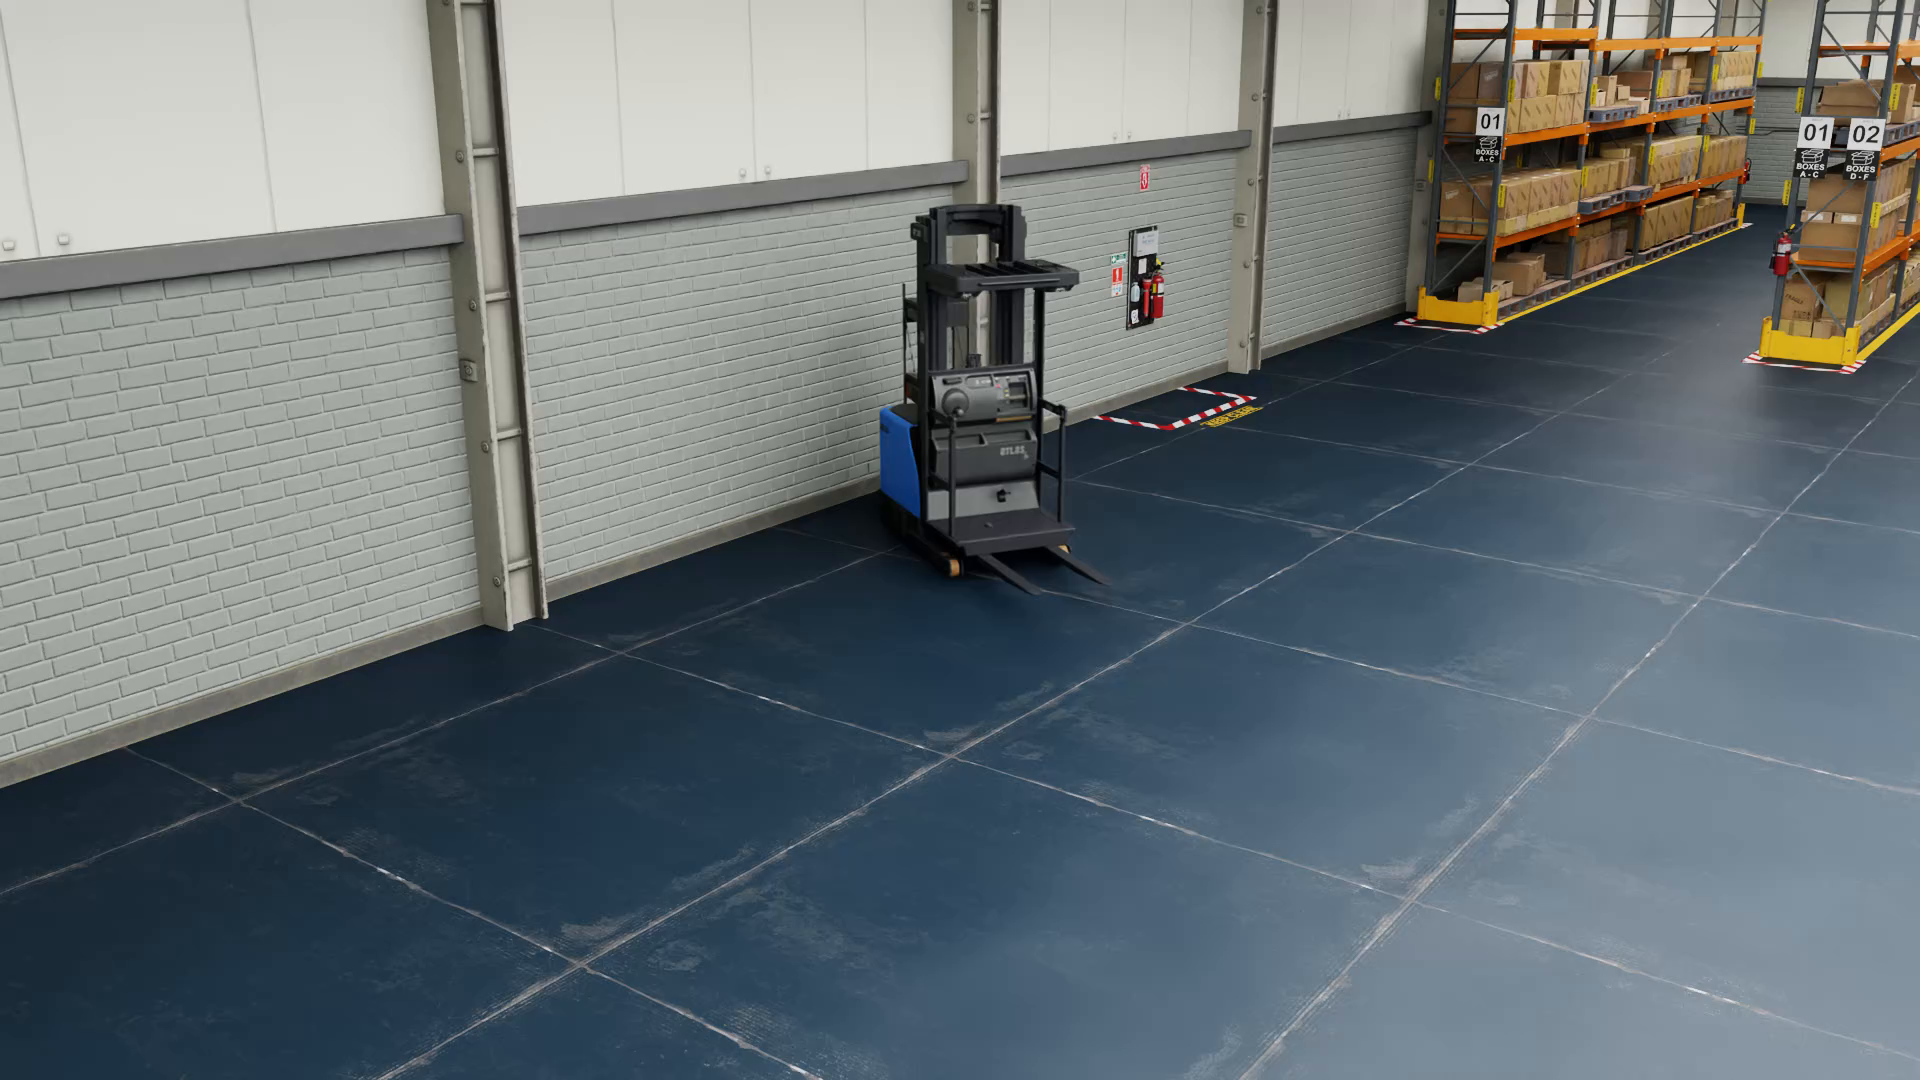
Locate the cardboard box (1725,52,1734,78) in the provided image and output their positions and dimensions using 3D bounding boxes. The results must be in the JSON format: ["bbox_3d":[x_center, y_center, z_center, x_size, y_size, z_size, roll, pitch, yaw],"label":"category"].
[{"bbox_3d":[15.692,-9.855,34.475,0.500,0.500,0.500,12,21,34],"label":"cardboard box"}]

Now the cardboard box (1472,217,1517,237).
[{"bbox_3d":[8.137,-4.784,25.310,0.500,0.250,0.500,12,21,33],"label":"cardboard box"}]

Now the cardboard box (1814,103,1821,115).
[{"bbox_3d":[12.046,-5.861,22.809,0.500,0.250,0.500,12,21,35],"label":"cardboard box"}]

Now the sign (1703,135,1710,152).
[{"bbox_3d":[15.182,-8.066,33.840,0.100,0.325,0.005,12,21,35],"label":"sign"}]

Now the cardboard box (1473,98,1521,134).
[{"bbox_3d":[7.991,-6.311,24.749,0.500,0.500,0.500,13,22,36],"label":"cardboard box"}]

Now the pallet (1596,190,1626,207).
[{"bbox_3d":[11.211,-6.121,29.720,1.003,0.211,1.213,12,21,35],"label":"pallet"}]

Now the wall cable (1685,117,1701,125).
[{"bbox_3d":[17.127,-9.554,38.739,0.084,1.984,1.851,12,21,35],"label":"wall cable"}]

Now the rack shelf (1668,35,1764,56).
[{"bbox_3d":[15.933,-10.451,35.111,1.077,0.370,4.000,12,21,35],"label":"rack shelf"}]

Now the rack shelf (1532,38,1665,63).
[{"bbox_3d":[11.166,-8.545,28.975,1.077,0.370,4.000,12,21,35],"label":"rack shelf"}]

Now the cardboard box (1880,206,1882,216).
[{"bbox_3d":[12.592,-4.570,23.141,0.380,0.149,0.250,12,21,33],"label":"cardboard box"}]

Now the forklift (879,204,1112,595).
[{"bbox_3d":[0.290,-1.225,13.746,1.130,2.935,3.031,-7,19,-21],"label":"forklift"}]

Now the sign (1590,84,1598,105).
[{"bbox_3d":[10.415,-7.324,27.341,0.100,0.325,0.005,12,21,35],"label":"sign"}]

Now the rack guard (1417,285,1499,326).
[{"bbox_3d":[7.636,-3.610,25.526,1.175,0.500,0.348,12,21,35],"label":"rack guard"}]

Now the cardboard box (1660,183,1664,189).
[{"bbox_3d":[13.484,-6.930,32.391,0.380,0.149,0.250,13,21,36],"label":"cardboard box"}]

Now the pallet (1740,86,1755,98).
[{"bbox_3d":[16.691,-9.808,36.362,1.003,0.211,1.213,12,21,35],"label":"pallet"}]

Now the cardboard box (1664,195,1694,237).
[{"bbox_3d":[14.458,-6.640,33.985,0.750,0.750,0.750,13,21,35],"label":"cardboard box"}]

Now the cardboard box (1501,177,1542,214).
[{"bbox_3d":[8.732,-5.380,25.967,0.500,0.500,0.500,12,21,33],"label":"cardboard box"}]

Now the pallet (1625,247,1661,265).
[{"bbox_3d":[12.888,-5.534,32.208,1.003,0.211,1.213,12,21,35],"label":"pallet"}]

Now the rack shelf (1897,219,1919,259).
[{"bbox_3d":[15.146,-4.997,26.990,1.077,0.370,4.000,12,21,35],"label":"rack shelf"}]

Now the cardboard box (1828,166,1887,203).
[{"bbox_3d":[12.500,-4.947,23.259,0.700,0.500,0.500,13,21,35],"label":"cardboard box"}]

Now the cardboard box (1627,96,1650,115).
[{"bbox_3d":[12.145,-7.872,30.093,0.500,0.311,0.500,12,21,35],"label":"cardboard box"}]

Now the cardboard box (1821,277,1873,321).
[{"bbox_3d":[12.366,-3.365,23.185,0.500,0.500,0.500,12,21,35],"label":"cardboard box"}]

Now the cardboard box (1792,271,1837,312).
[{"bbox_3d":[12.236,-3.578,23.872,0.500,0.500,0.500,12,21,35],"label":"cardboard box"}]

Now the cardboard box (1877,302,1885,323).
[{"bbox_3d":[13.262,-3.363,24.445,0.500,0.250,0.500,12,21,35],"label":"cardboard box"}]

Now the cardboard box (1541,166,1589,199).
[{"bbox_3d":[10.305,-6.112,28.456,0.700,0.500,0.500,12,21,35],"label":"cardboard box"}]

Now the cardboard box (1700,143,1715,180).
[{"bbox_3d":[15.077,-7.914,34.663,0.980,0.700,0.700,13,21,36],"label":"cardboard box"}]

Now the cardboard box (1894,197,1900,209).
[{"bbox_3d":[13.506,-4.935,24.315,0.380,0.149,0.250,12,21,35],"label":"cardboard box"}]

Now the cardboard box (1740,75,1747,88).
[{"bbox_3d":[16.592,-9.860,35.757,0.500,0.250,0.500,11,21,33],"label":"cardboard box"}]

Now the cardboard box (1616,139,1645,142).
[{"bbox_3d":[13.039,-7.647,32.342,0.500,0.250,0.500,12,21,33],"label":"cardboard box"}]

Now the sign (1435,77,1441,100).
[{"bbox_3d":[7.157,-6.744,24.852,0.100,0.325,0.005,12,21,35],"label":"sign"}]

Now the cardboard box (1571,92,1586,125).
[{"bbox_3d":[9.870,-7.064,27.173,0.500,0.500,0.500,13,22,36],"label":"cardboard box"}]

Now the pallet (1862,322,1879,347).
[{"bbox_3d":[12.721,-3.059,24.237,1.003,0.211,1.213,12,21,35],"label":"pallet"}]

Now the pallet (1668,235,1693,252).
[{"bbox_3d":[14.342,-6.115,34.080,1.003,0.211,1.213,12,21,35],"label":"pallet"}]

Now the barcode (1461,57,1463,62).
[{"bbox_3d":[7.612,-7.288,25.229,0.001,0.075,0.075,12,21,35],"label":"barcode"}]

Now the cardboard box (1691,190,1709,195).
[{"bbox_3d":[16.251,-7.614,36.616,0.380,0.149,0.250,13,21,35],"label":"cardboard box"}]

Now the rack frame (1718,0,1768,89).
[{"bbox_3d":[17.124,-11.462,36.479,1.000,3.000,0.127,12,21,35],"label":"rack frame"}]

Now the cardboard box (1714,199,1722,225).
[{"bbox_3d":[16.190,-7.180,36.314,0.700,0.500,0.500,12,21,33],"label":"cardboard box"}]

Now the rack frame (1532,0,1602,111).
[{"bbox_3d":[9.974,-8.604,27.275,1.000,3.000,0.127,12,21,35],"label":"rack frame"}]

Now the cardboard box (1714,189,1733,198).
[{"bbox_3d":[16.857,-7.666,36.785,0.380,0.149,0.250,12,21,34],"label":"cardboard box"}]

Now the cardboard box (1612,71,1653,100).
[{"bbox_3d":[12.595,-8.505,31.106,0.700,0.500,0.500,11,20,30],"label":"cardboard box"}]

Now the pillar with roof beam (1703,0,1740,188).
[{"bbox_3d":[21.496,-11.497,36.593,9.100,9.000,0.400,12,21,35],"label":"pillar with roof beam"}]

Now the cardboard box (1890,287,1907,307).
[{"bbox_3d":[14.394,-3.804,25.863,0.500,0.250,0.500,12,21,33],"label":"cardboard box"}]

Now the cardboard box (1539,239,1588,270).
[{"bbox_3d":[10.667,-5.065,29.470,0.700,0.500,0.500,12,21,34],"label":"cardboard box"}]

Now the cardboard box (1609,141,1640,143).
[{"bbox_3d":[12.731,-7.525,31.951,0.500,0.250,0.500,12,21,33],"label":"cardboard box"}]

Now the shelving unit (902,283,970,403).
[{"bbox_3d":[-0.220,-1.331,15.488,0.503,2.100,0.431,-7,19,-21],"label":"shelving unit"}]

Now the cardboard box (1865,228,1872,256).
[{"bbox_3d":[12.169,-4.194,23.023,0.700,0.500,0.500,13,22,36],"label":"cardboard box"}]

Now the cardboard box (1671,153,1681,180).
[{"bbox_3d":[13.773,-7.328,32.578,0.500,0.500,0.500,13,22,36],"label":"cardboard box"}]

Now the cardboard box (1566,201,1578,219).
[{"bbox_3d":[9.935,-5.510,27.649,0.500,0.250,0.500,12,21,35],"label":"cardboard box"}]

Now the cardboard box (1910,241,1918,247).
[{"bbox_3d":[16.707,-5.097,29.574,0.500,0.500,0.500,13,22,37],"label":"cardboard box"}]

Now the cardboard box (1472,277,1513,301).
[{"bbox_3d":[8.415,-3.997,26.347,0.500,0.311,0.500,15,22,39],"label":"cardboard box"}]

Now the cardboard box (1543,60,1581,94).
[{"bbox_3d":[9.574,-7.406,26.587,0.500,0.500,0.500,14,22,38],"label":"cardboard box"}]

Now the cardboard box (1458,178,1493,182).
[{"bbox_3d":[8.009,-5.350,25.868,0.500,0.500,0.500,13,21,35],"label":"cardboard box"}]

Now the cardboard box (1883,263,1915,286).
[{"bbox_3d":[14.704,-4.192,26.168,0.500,0.311,0.500,12,21,34],"label":"cardboard box"}]

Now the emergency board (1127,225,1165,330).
[{"bbox_3d":[2.235,-3.095,19.651,0.194,1.169,0.643,12,21,35],"label":"emergency board"}]

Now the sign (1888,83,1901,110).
[{"bbox_3d":[12.014,-5.700,21.375,0.100,0.325,0.005,12,21,35],"label":"sign"}]

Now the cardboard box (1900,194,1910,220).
[{"bbox_3d":[14.739,-5.217,26.318,0.500,0.500,0.500,14,22,39],"label":"cardboard box"}]

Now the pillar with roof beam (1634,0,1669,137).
[{"bbox_3d":[17.921,-10.068,31.991,9.100,9.000,0.400,12,21,35],"label":"pillar with roof beam"}]

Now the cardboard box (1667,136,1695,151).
[{"bbox_3d":[14.356,-7.925,33.237,0.500,0.250,0.500,13,21,36],"label":"cardboard box"}]
